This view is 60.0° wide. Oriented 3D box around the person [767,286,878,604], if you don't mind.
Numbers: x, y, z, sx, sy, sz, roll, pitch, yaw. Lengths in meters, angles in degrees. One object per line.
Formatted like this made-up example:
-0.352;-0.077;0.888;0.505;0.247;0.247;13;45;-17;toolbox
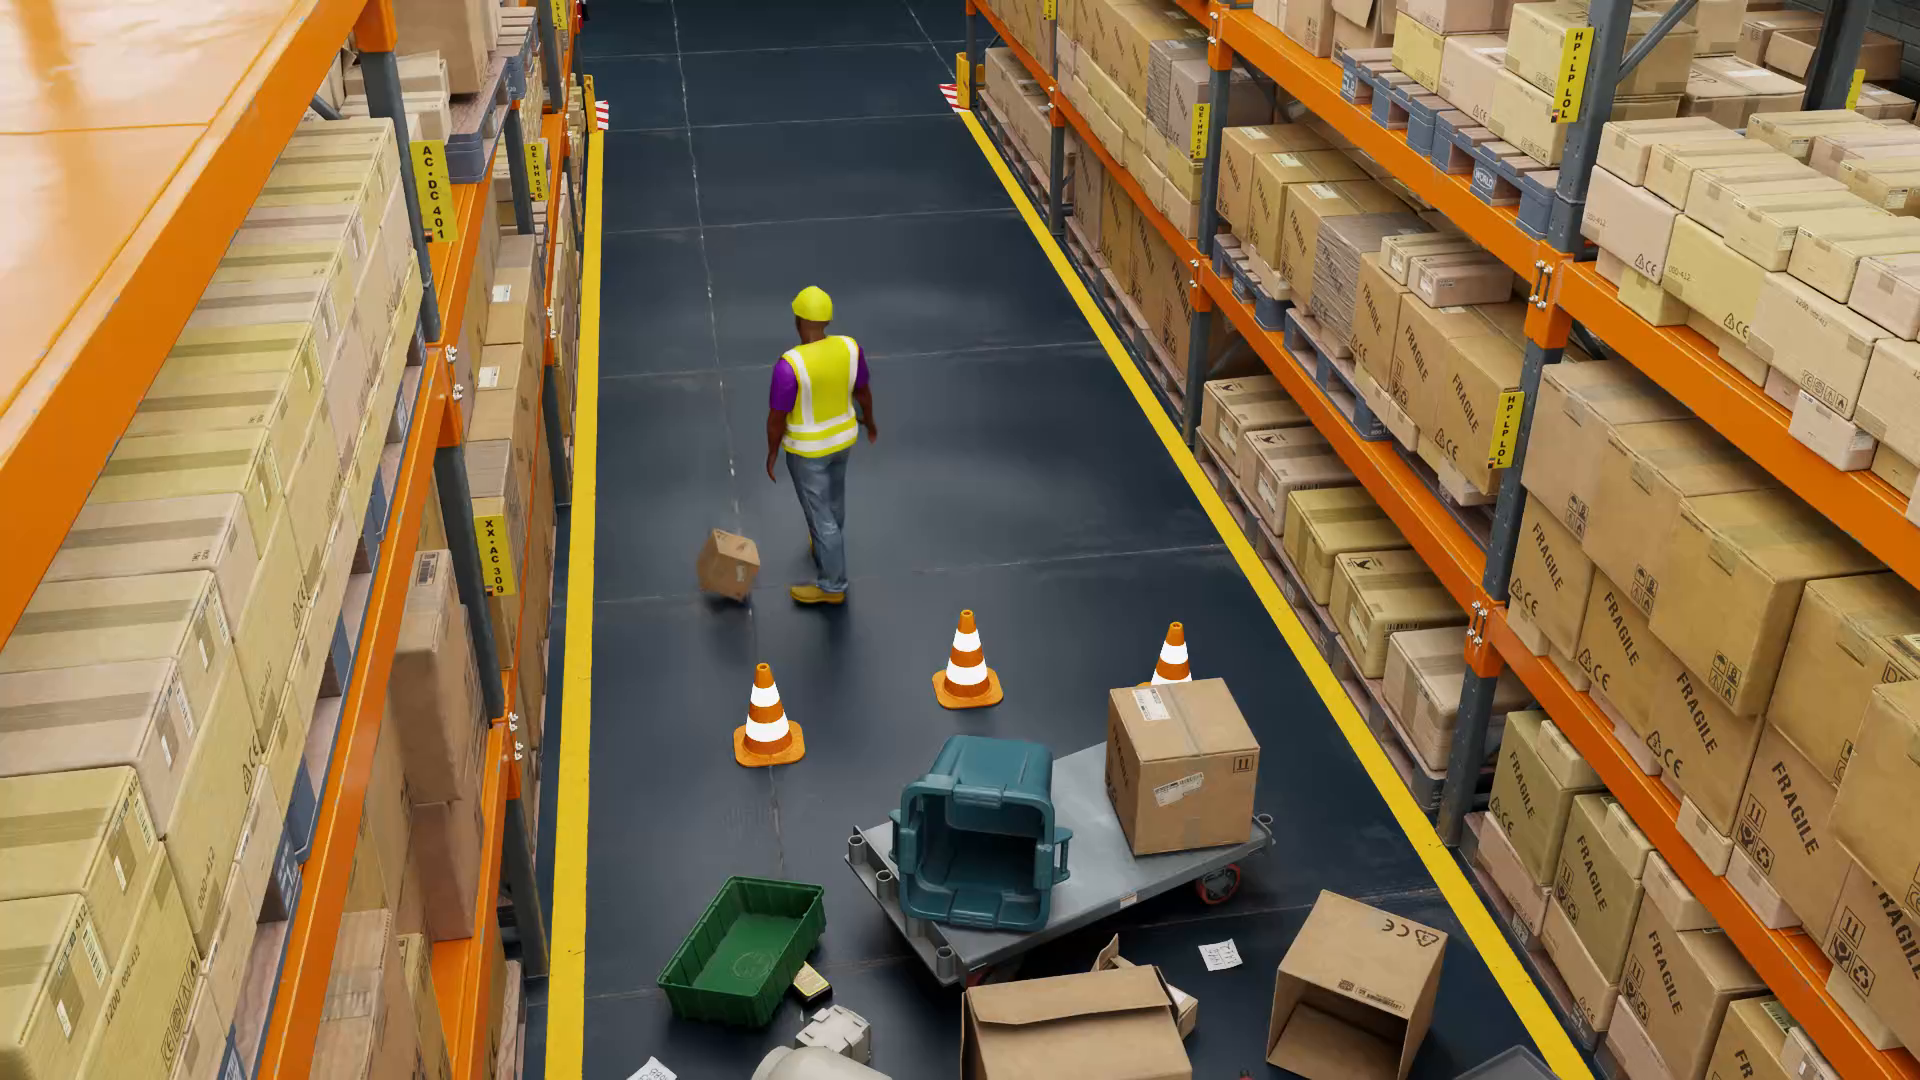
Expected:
-0.761;-0.562;9.044;0.722;1.766;0.638;-25;39;-35;person
